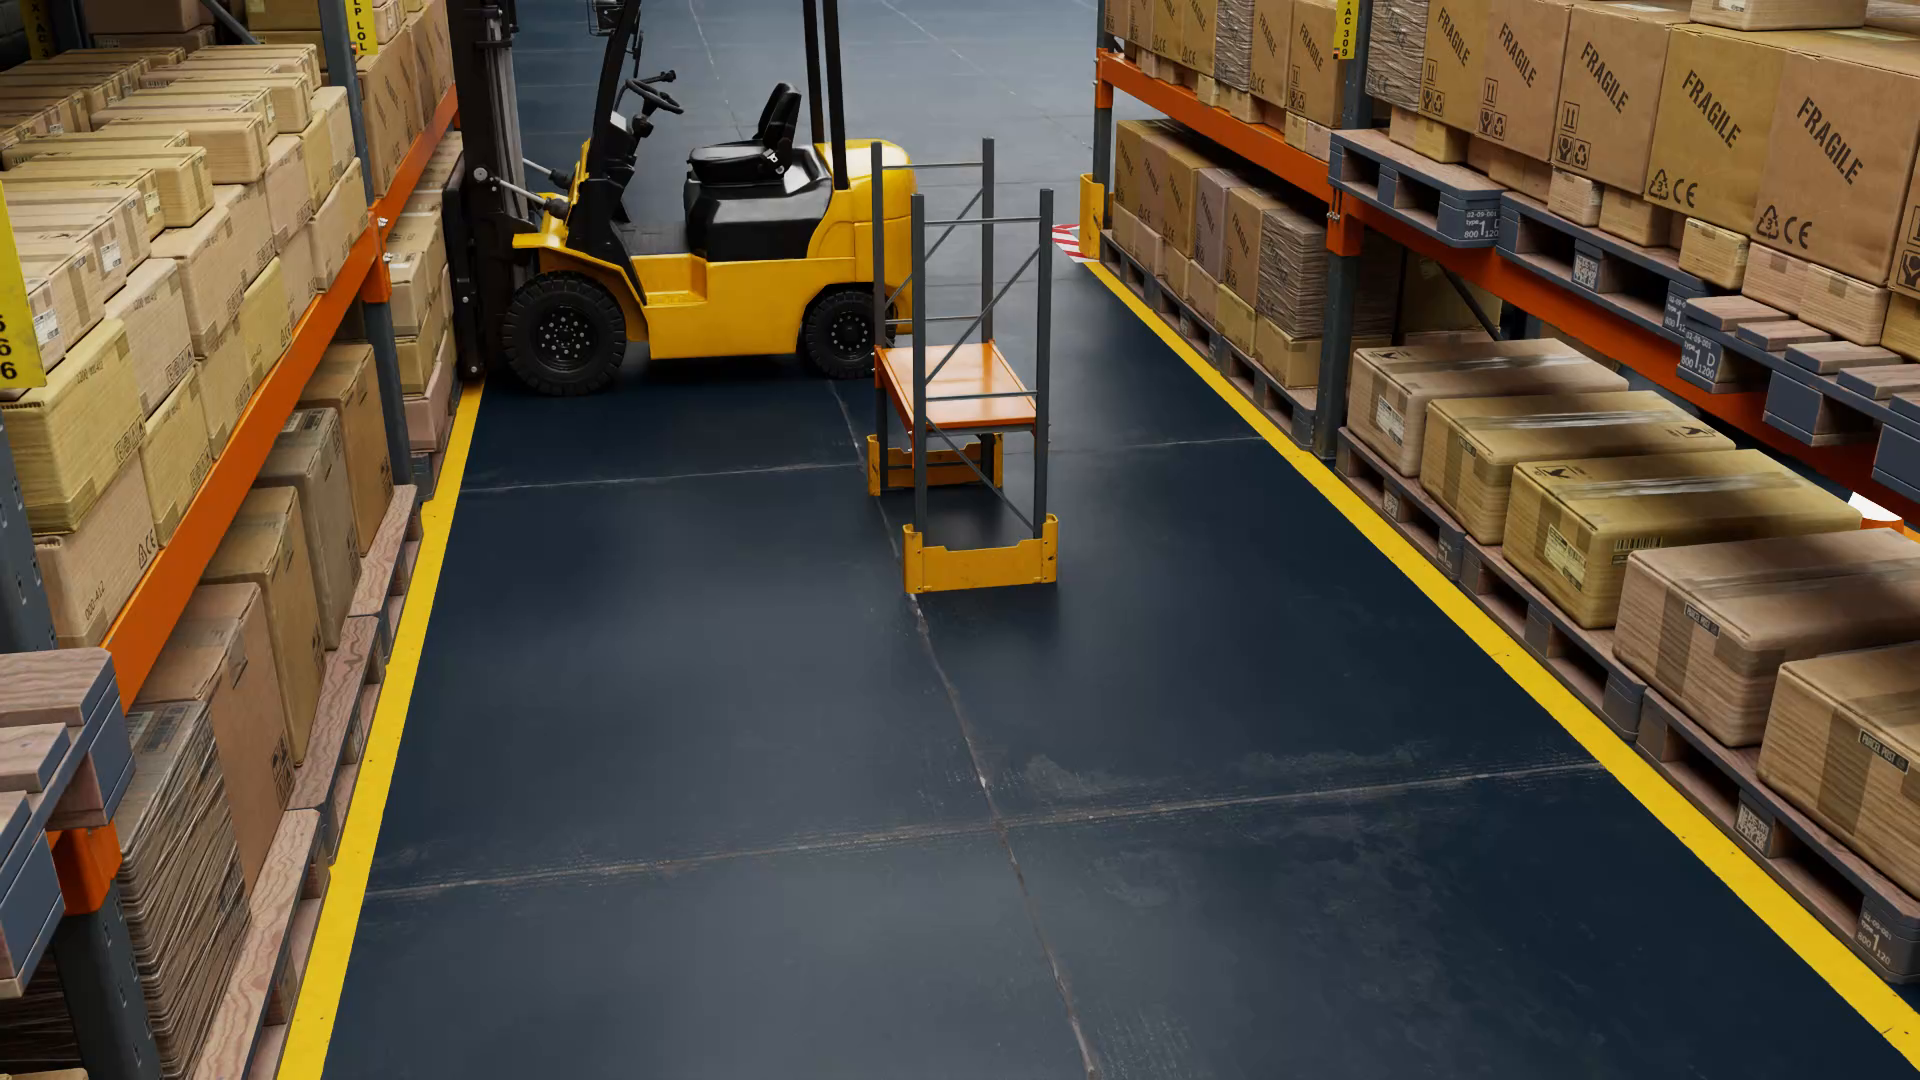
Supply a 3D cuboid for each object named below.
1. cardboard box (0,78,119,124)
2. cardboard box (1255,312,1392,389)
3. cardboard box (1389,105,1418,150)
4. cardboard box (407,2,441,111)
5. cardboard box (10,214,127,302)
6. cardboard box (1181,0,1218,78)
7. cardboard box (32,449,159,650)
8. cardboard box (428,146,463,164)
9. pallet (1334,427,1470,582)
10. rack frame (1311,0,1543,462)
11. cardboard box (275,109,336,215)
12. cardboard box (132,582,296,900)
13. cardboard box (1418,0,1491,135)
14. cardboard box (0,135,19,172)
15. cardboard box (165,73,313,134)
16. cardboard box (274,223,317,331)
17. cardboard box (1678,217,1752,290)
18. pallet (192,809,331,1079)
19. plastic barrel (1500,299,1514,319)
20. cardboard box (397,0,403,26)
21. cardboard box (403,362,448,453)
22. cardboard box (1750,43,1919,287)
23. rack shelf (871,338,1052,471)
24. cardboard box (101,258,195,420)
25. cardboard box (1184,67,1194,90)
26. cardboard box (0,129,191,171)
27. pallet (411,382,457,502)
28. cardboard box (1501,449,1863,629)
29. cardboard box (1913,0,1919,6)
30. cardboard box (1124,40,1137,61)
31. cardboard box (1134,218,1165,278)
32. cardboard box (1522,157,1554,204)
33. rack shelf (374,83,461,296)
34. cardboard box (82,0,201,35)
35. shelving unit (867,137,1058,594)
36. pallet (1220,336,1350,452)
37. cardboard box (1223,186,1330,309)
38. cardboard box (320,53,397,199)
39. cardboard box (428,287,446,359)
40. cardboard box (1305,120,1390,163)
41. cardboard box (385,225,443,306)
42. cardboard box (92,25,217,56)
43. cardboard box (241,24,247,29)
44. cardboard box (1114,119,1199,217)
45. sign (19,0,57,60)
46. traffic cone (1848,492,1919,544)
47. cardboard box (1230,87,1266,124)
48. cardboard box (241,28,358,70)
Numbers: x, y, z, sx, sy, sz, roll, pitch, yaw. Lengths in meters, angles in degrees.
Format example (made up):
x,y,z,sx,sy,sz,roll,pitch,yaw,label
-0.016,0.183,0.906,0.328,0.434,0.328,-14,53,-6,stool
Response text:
x,y,z,sx,sy,sz,roll,pitch,yaw,label
-2.788,-1.304,5.053,0.380,0.149,0.250,-5,24,-10,cardboard box
1.750,-0.936,8.055,0.500,0.250,0.500,-3,24,-7,cardboard box
1.915,-1.627,6.517,0.380,0.149,0.250,-4,24,-9,cardboard box
-2.962,-2.460,8.511,0.500,0.500,0.500,-5,24,-11,cardboard box
-1.907,-0.543,3.310,0.380,0.149,0.250,-4,24,-8,cardboard box
1.495,-2.736,8.770,0.500,0.500,0.500,-5,24,-11,cardboard box
-1.856,0.028,3.126,0.500,0.250,0.500,-4,24,-10,cardboard box
-3.002,-2.027,9.305,0.500,0.250,0.500,-4,24,-9,cardboard box
2.269,-0.207,6.959,1.003,0.211,1.213,-4,24,-10,pallet
2.124,-1.791,7.102,1.000,3.000,0.127,-4,24,-10,rack frame
-2.309,-1.206,5.327,0.500,0.250,0.500,-5,24,-11,cardboard box
-2.245,0.545,4.198,0.875,0.625,0.625,-4,24,-8,cardboard box
2.022,-1.763,6.017,0.500,0.500,0.500,-4,24,-10,cardboard box
-2.576,-0.907,4.143,0.380,0.149,0.250,-4,24,-8,cardboard box
-2.234,-1.353,5.165,0.380,0.149,0.250,-5,24,-11,cardboard box
-2.243,-0.779,4.974,0.500,0.250,0.500,-4,24,-9,cardboard box
2.257,-0.809,4.643,0.380,0.149,0.250,-4,24,-9,cardboard box
-2.128,1.103,3.961,1.003,0.211,1.213,-4,24,-10,pallet
3.254,-1.483,9.616,0.512,0.421,0.421,13,27,27,plastic barrel
-2.763,-2.415,7.597,0.380,0.149,0.250,-5,24,-11,cardboard box
-2.518,-0.569,7.216,0.500,0.250,0.500,-4,24,-9,cardboard box
2.400,-0.953,4.162,0.500,0.500,0.500,-5,24,-11,cardboard box
-0.016,-0.556,6.599,0.538,0.185,1.000,-4,24,-10,rack shelf
-1.947,-0.398,3.477,0.500,0.250,0.500,-4,24,-8,cardboard box
1.464,-2.589,9.245,0.380,0.149,0.250,-3,24,-8,cardboard box
-2.176,-0.941,4.221,0.380,0.149,0.250,-4,24,-10,cardboard box
-2.860,-0.460,7.539,1.003,0.211,1.213,-4,24,-10,pallet
2.490,-0.017,5.799,0.950,0.372,0.625,-4,24,-8,cardboard box
6.446,-3.252,10.261,0.875,0.550,0.550,-4,24,-10,cardboard box
1.243,-3.100,10.414,0.380,0.149,0.250,-4,24,-10,cardboard box
1.348,-1.757,9.936,0.500,0.250,0.500,-3,24,-8,cardboard box
2.131,-1.221,5.587,0.380,0.149,0.250,-4,24,-9,cardboard box
-3.124,-1.879,8.203,1.077,0.370,4.000,-4,24,-10,rack shelf
-3.110,-2.004,6.285,0.380,0.149,0.250,-4,24,-10,cardboard box
-0.014,-0.717,6.518,0.587,1.500,1.083,-4,24,-10,shelving unit
1.965,-0.774,8.259,1.003,0.211,1.213,-4,24,-10,pallet
1.655,-1.479,8.363,0.500,0.500,0.500,-4,24,-9,cardboard box
-2.579,-1.661,6.681,0.500,0.500,0.500,-5,24,-11,cardboard box
-2.635,-0.994,7.565,0.500,0.250,0.500,-4,24,-10,cardboard box
1.765,-1.779,7.390,0.380,0.149,0.250,-5,24,-10,cardboard box
-2.619,-1.228,7.475,0.500,0.250,0.500,-4,24,-10,cardboard box
-3.066,-1.872,6.354,0.380,0.149,0.250,-4,24,-10,cardboard box
-3.227,-2.277,7.280,0.380,0.149,0.250,-4,24,-8,cardboard box
1.266,-2.293,10.226,0.500,0.500,0.500,-5,24,-12,cardboard box
-3.299,-1.813,5.973,0.100,0.325,0.005,-4,24,-10,sign
3.729,-0.244,6.730,0.336,0.463,0.334,-4,24,-10,traffic cone
1.574,-2.179,8.305,0.380,0.149,0.250,-5,24,-11,cardboard box
-2.554,-1.910,6.439,0.380,0.149,0.250,-5,24,-11,cardboard box
